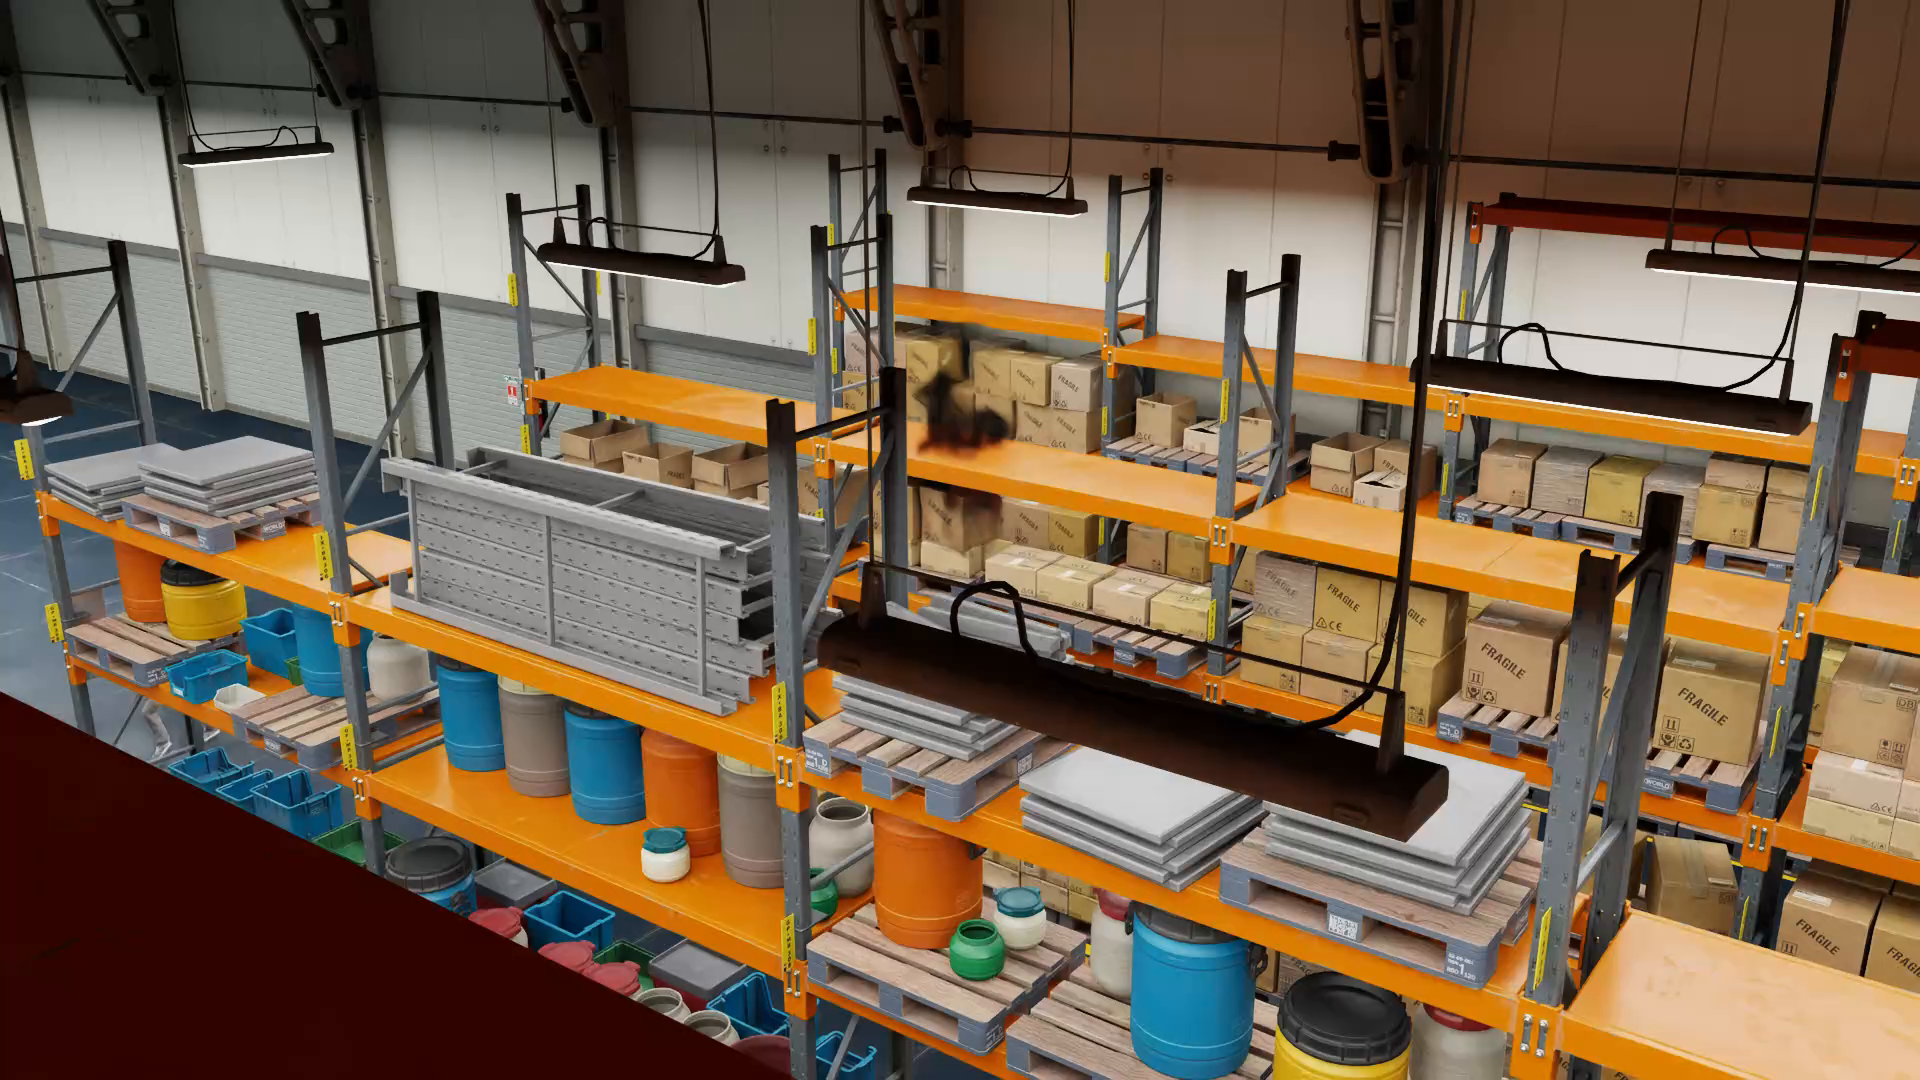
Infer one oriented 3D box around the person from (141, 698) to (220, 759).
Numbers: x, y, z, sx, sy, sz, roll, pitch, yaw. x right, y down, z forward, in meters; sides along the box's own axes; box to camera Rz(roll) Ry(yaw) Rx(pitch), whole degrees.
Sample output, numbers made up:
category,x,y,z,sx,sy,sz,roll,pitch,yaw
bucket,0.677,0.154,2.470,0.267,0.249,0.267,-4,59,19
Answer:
category,x,y,z,sx,sy,sz,roll,pitch,yaw
person,-8.502,1.581,17.884,0.830,1.625,0.546,-7,20,-20
